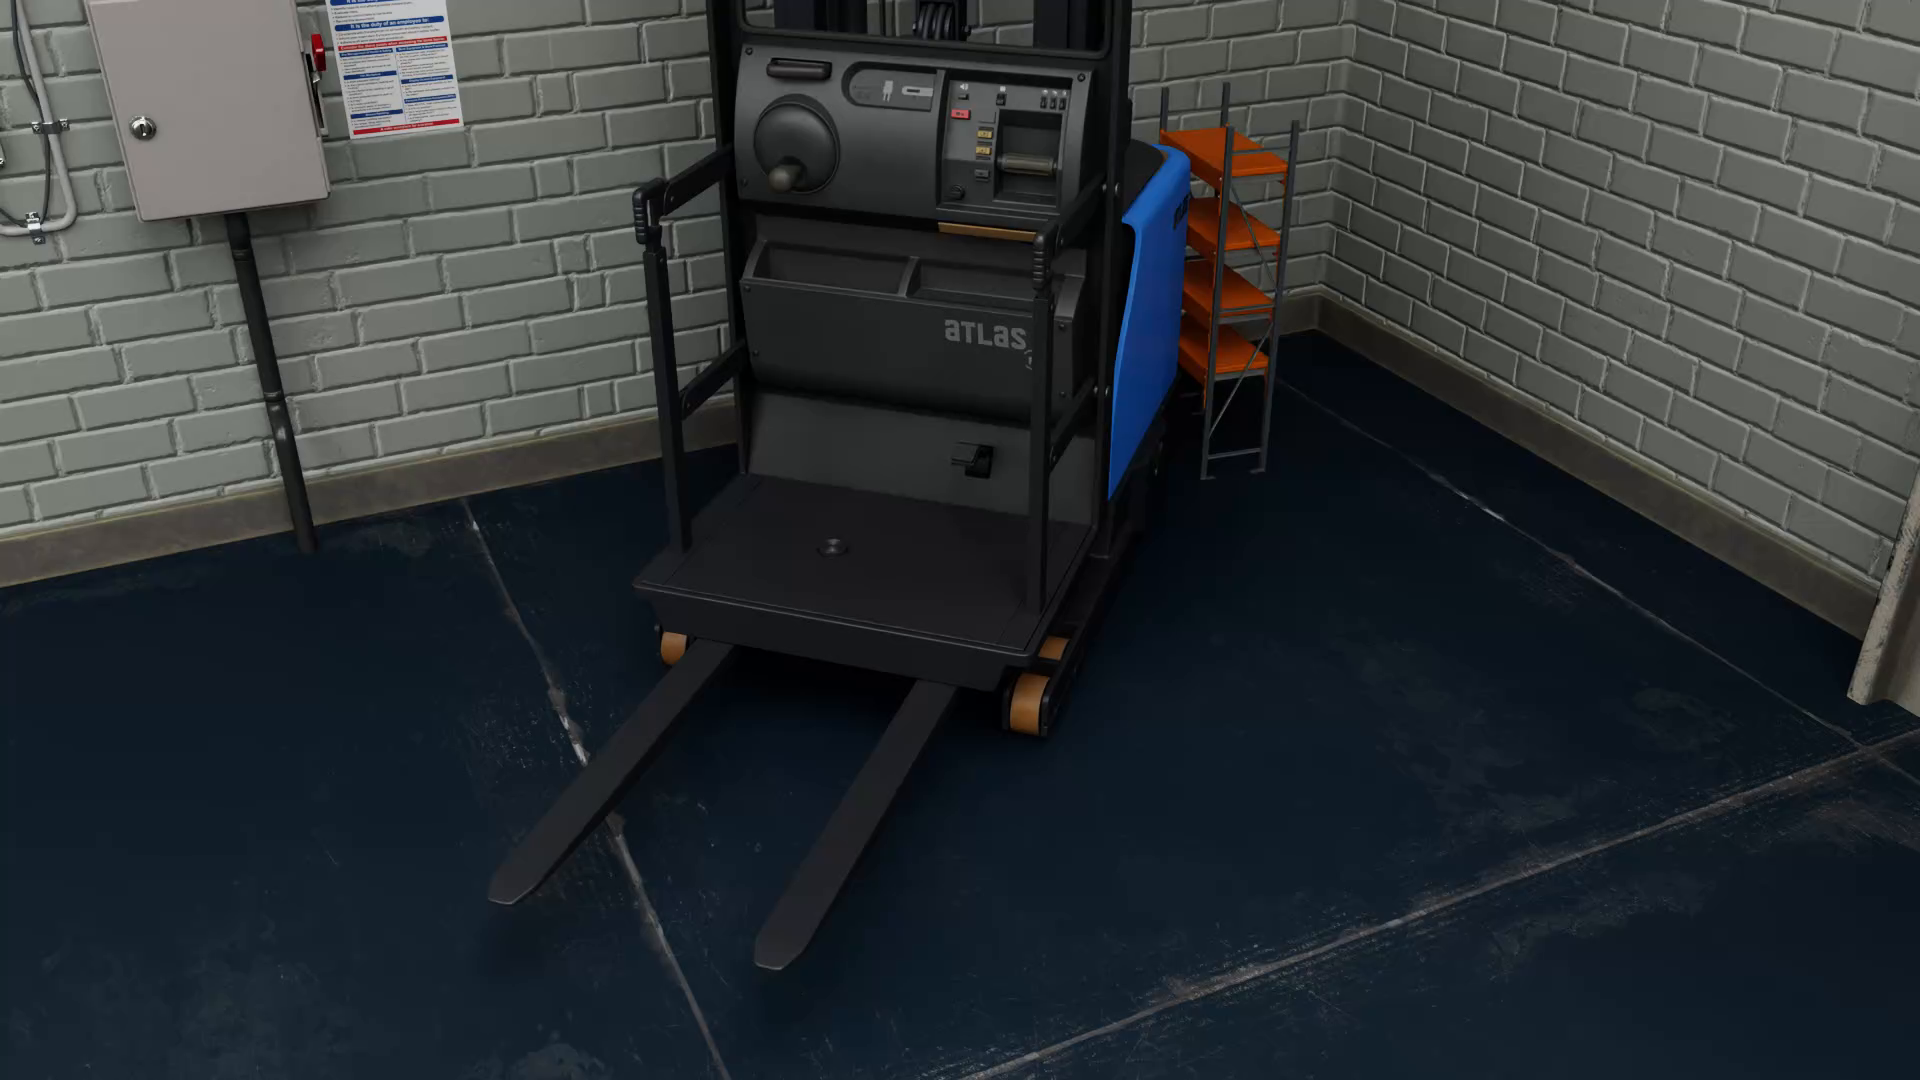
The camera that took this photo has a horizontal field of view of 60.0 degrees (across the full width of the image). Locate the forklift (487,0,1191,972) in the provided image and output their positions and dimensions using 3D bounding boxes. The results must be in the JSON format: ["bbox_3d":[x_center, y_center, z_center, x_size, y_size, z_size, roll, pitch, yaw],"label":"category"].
[{"bbox_3d":[-0.196,-0.988,4.016,1.130,2.935,3.031,9,31,16],"label":"forklift"}]

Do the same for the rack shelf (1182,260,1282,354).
[{"bbox_3d":[0.850,-0.798,5.583,0.258,0.148,0.480,-9,30,-15],"label":"rack shelf"}]

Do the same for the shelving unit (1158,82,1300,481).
[{"bbox_3d":[0.850,-0.856,5.550,0.258,1.200,0.503,-9,30,-15],"label":"shelving unit"}]

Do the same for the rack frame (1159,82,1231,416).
[{"bbox_3d":[0.777,-0.970,5.753,0.240,1.200,0.015,-9,30,-15],"label":"rack frame"}]

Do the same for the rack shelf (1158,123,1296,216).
[{"bbox_3d":[0.850,-1.199,5.358,0.258,0.148,0.480,-9,30,-15],"label":"rack shelf"}]

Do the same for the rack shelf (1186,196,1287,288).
[{"bbox_3d":[0.850,-0.993,5.474,0.258,0.148,0.480,-9,30,-15],"label":"rack shelf"}]

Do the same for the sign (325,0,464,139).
[{"bbox_3d":[-1.642,-1.427,4.824,0.329,0.494,0.001,-13,32,-22],"label":"sign"}]

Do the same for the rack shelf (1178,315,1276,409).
[{"bbox_3d":[0.850,-0.624,5.680,0.258,0.148,0.480,-9,30,-15],"label":"rack shelf"}]

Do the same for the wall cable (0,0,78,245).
[{"bbox_3d":[-2.684,-1.642,4.073,0.588,1.984,0.122,-13,32,-22],"label":"wall cable"}]

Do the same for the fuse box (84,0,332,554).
[{"bbox_3d":[-2.000,-0.711,4.768,0.539,1.711,0.414,-13,32,-22],"label":"fuse box"}]

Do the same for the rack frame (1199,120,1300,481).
[{"bbox_3d":[0.923,-0.742,5.347,0.240,1.200,0.015,-9,30,-15],"label":"rack frame"}]
